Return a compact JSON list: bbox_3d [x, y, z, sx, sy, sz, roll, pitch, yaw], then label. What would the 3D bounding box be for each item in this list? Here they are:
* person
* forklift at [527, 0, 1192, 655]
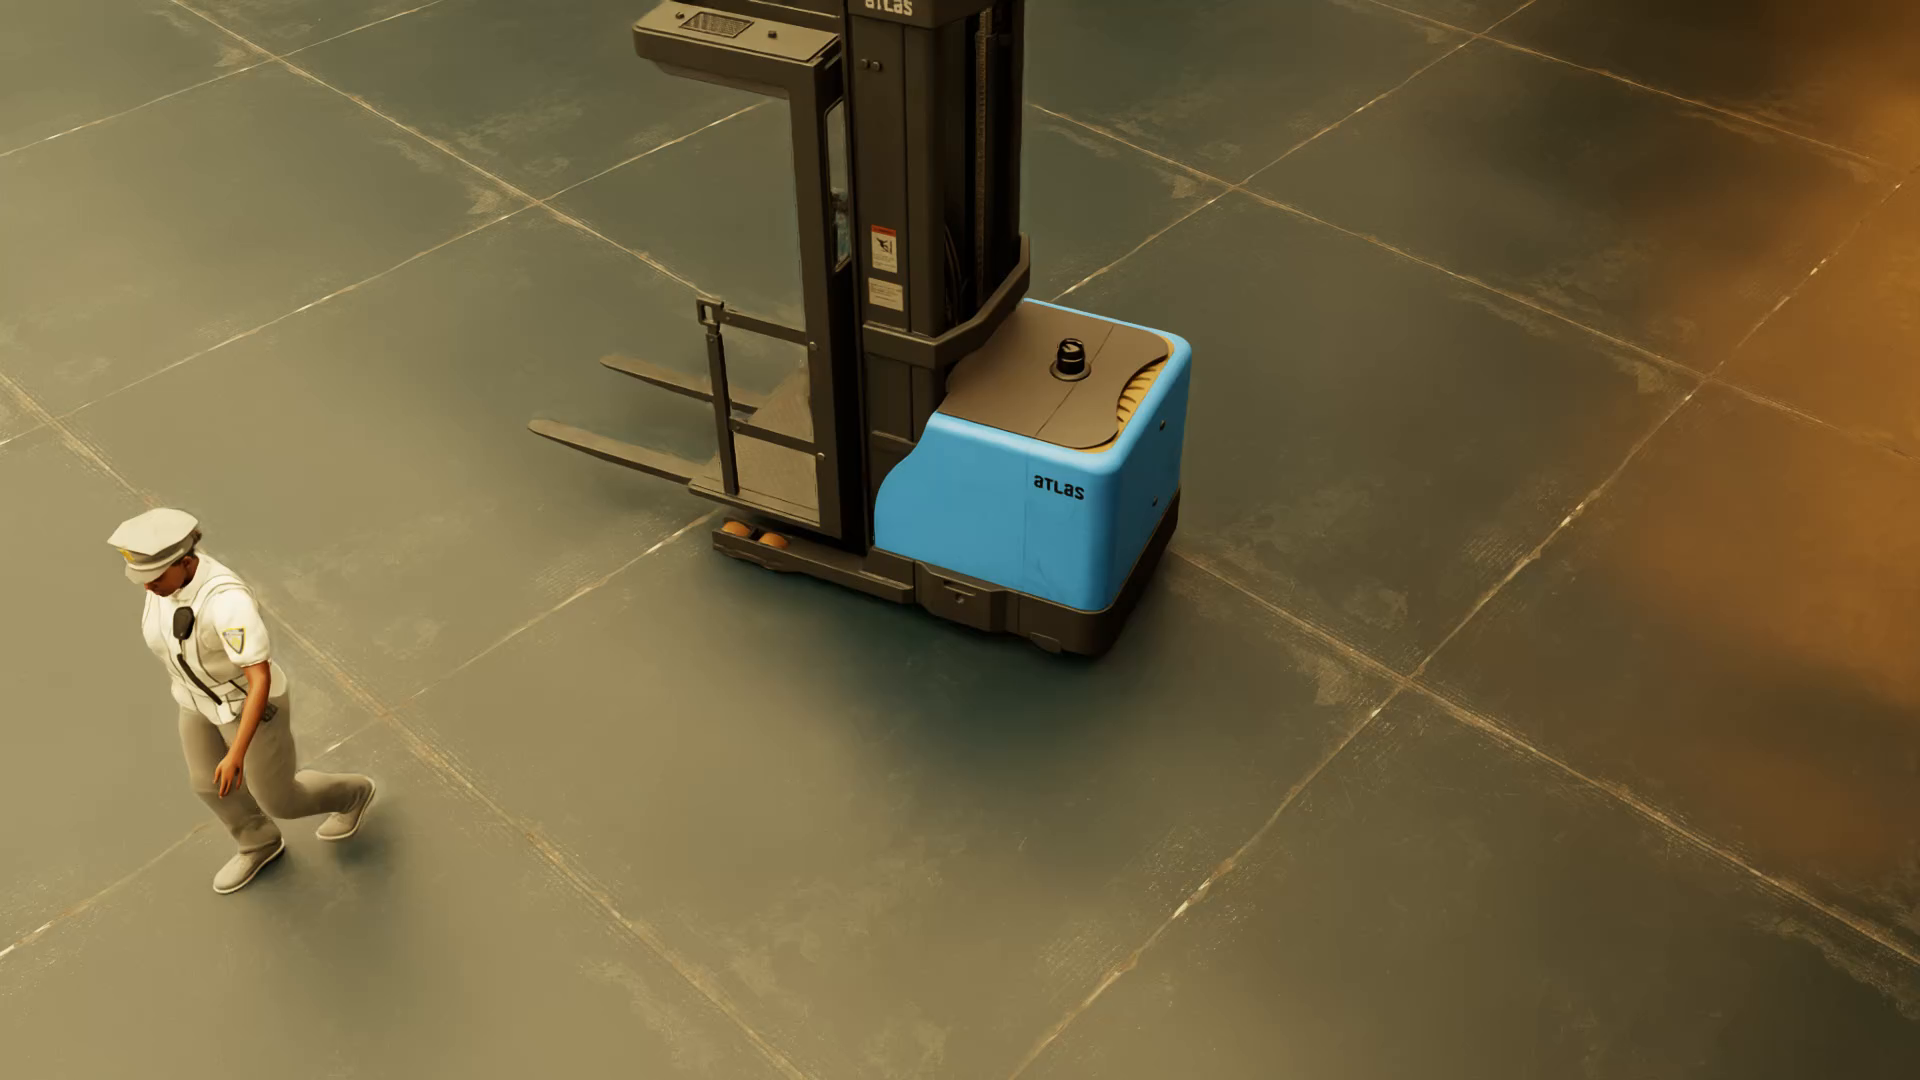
[{"bbox_3d":[-2.531,0.560,5.773,0.779,1.645,0.663,21,45,23],"label":"person"},{"bbox_3d":[-0.564,-1.272,6.911,3.031,2.935,1.130,17,43,18],"label":"forklift"}]
